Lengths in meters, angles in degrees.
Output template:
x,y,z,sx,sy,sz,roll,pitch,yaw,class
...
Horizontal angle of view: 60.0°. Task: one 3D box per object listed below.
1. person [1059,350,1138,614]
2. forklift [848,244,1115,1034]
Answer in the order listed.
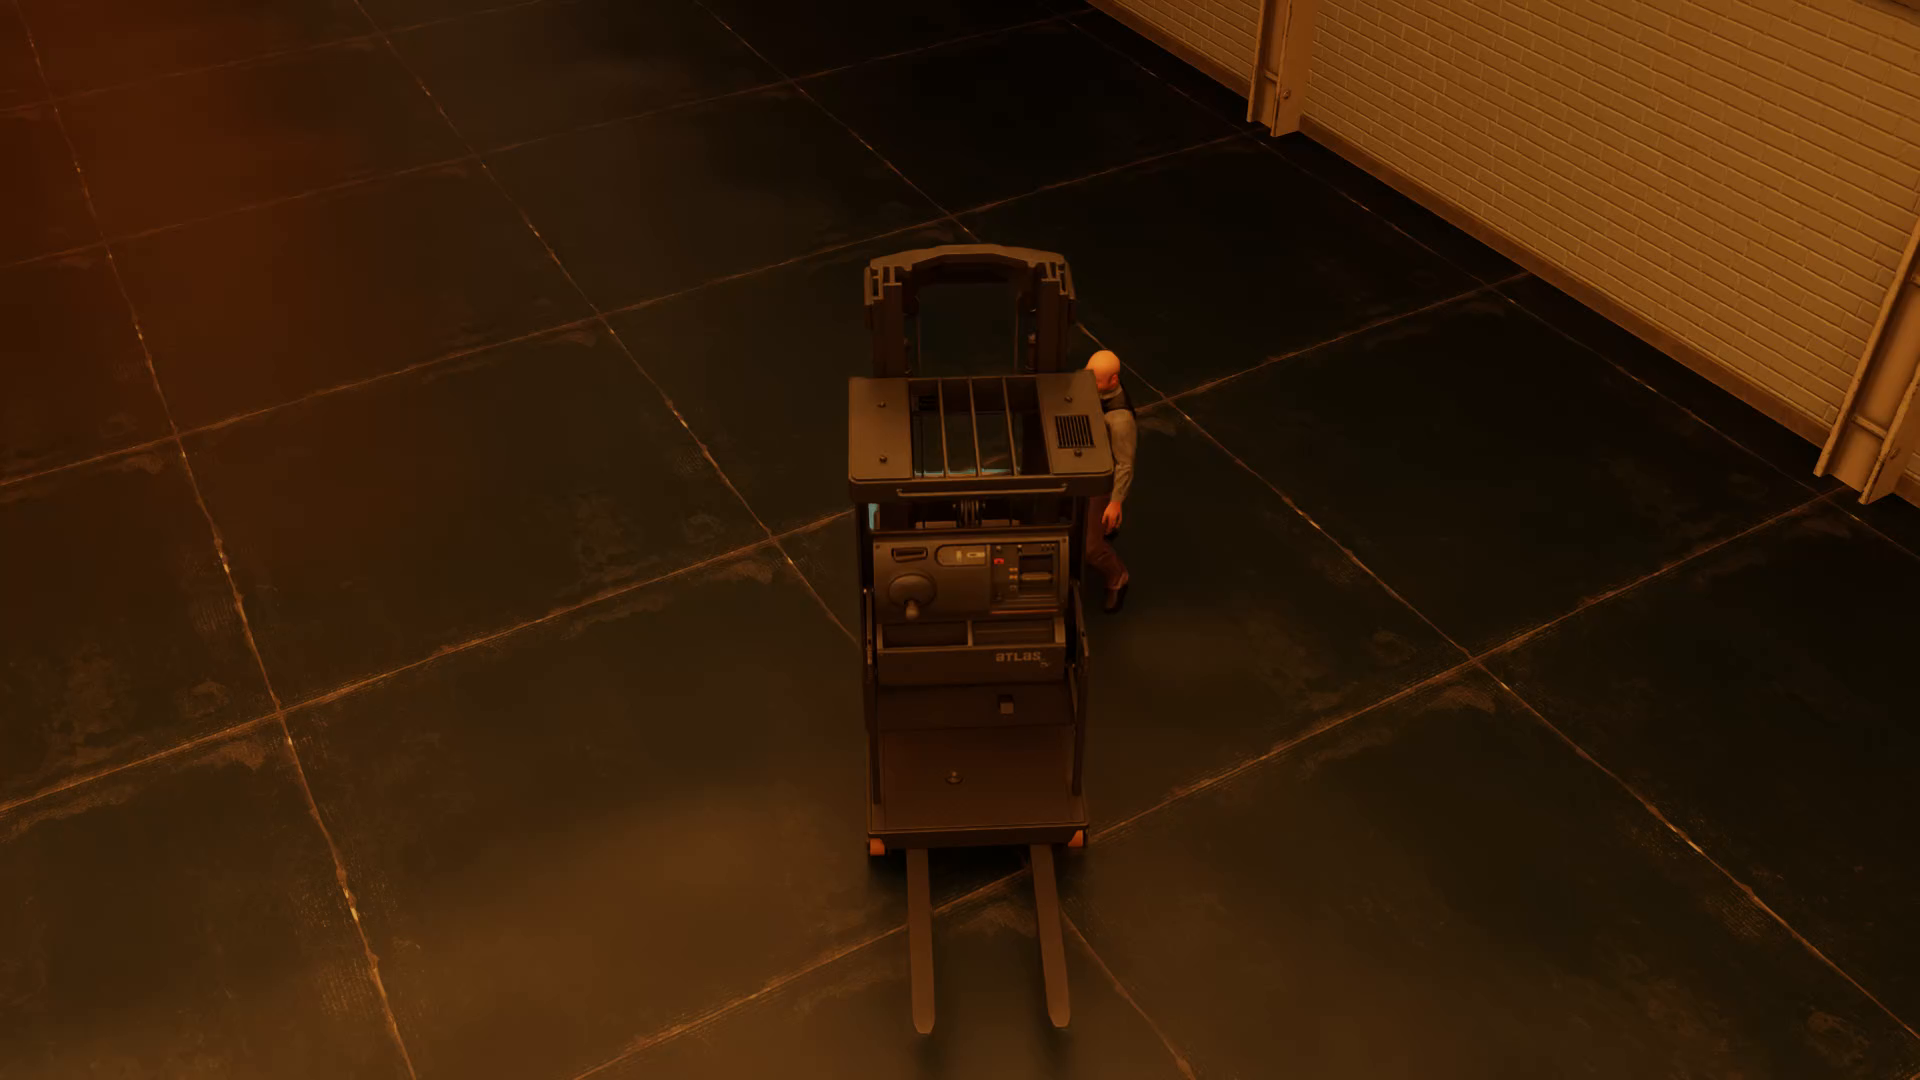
x,y,z,sx,sy,sz,roll,pitch,yaw,class
0.792,-0.460,9.611,0.482,1.641,0.871,-11,41,-12,person
0.068,0.249,7.736,1.130,2.935,3.031,-2,40,-2,forklift
